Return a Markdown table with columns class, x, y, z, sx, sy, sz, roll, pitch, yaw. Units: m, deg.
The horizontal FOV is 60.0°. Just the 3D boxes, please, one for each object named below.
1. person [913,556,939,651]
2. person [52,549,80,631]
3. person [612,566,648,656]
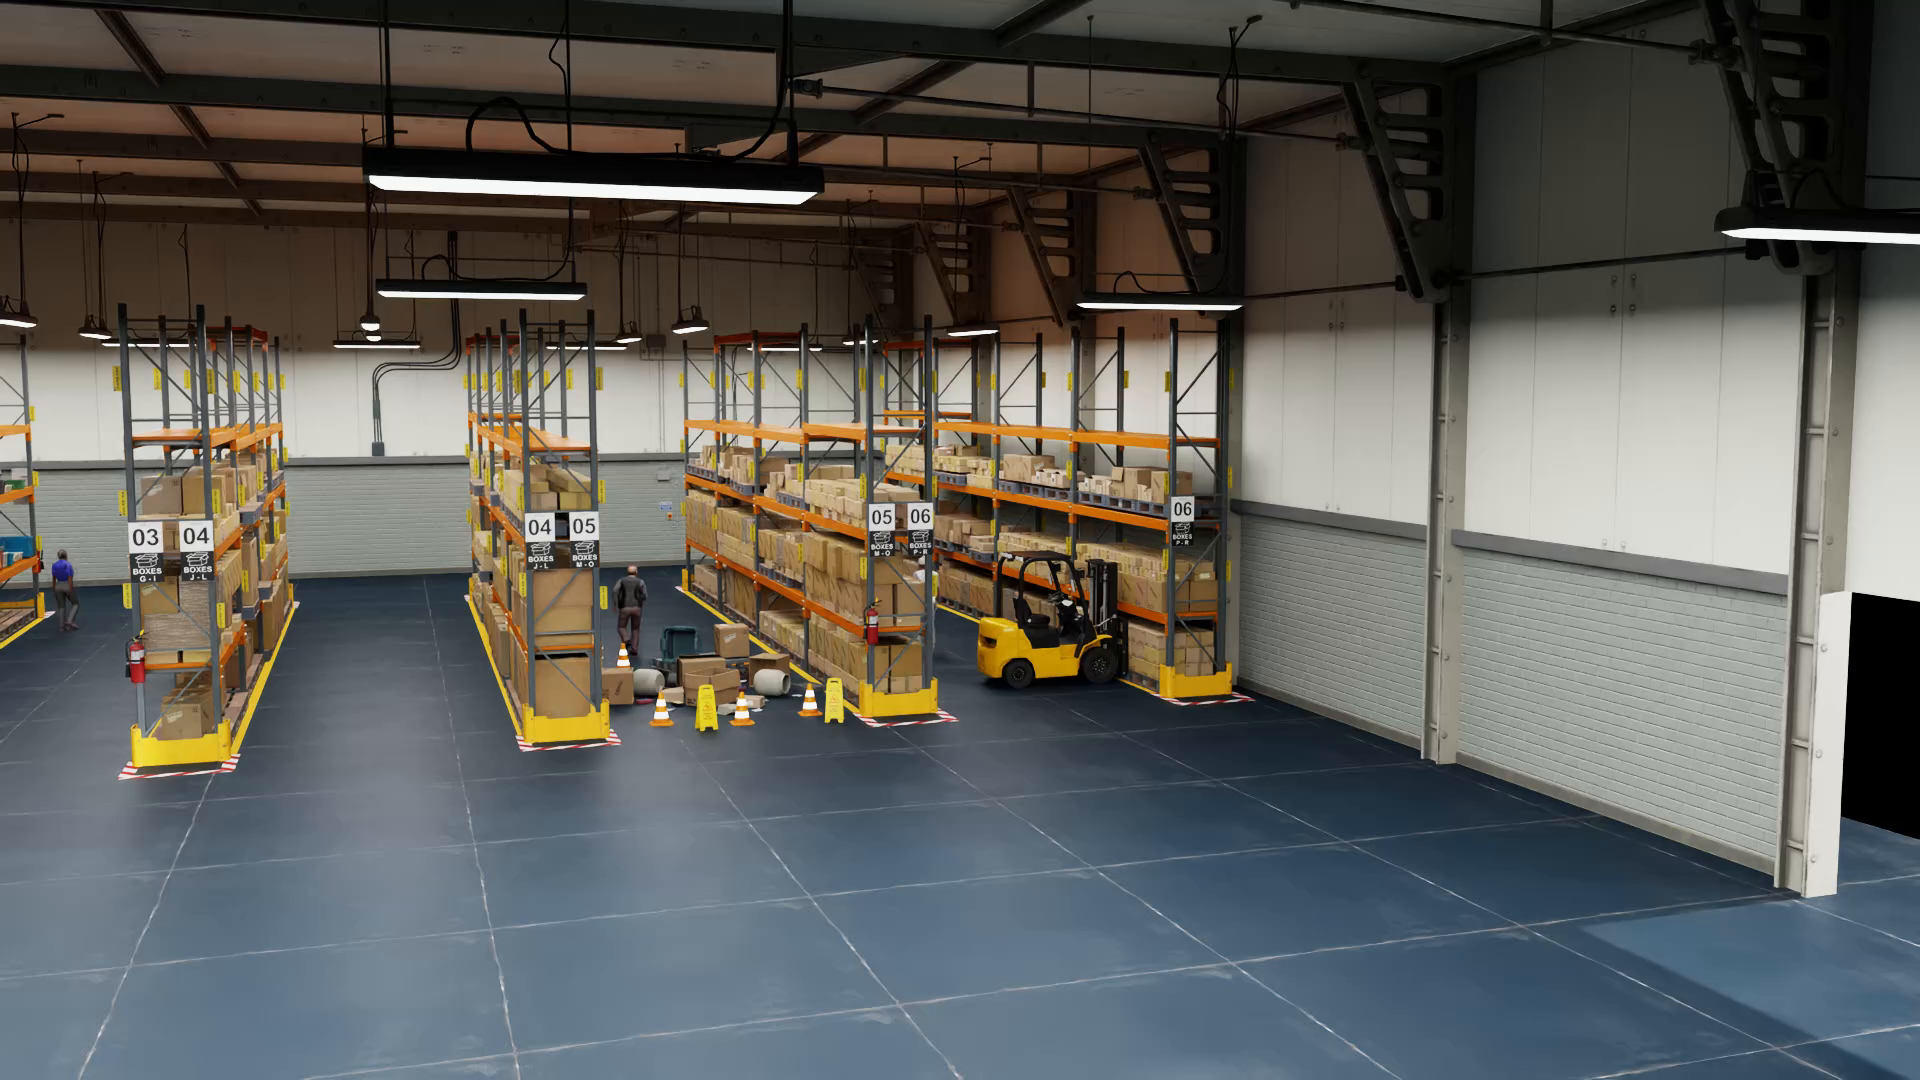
| class | x | y | z | sx | sy | sz | roll | pitch | yaw |
| --- | --- | --- | --- | --- | --- | --- | --- | --- | --- |
| person | -0.656 | 1.206 | 30.900 | 0.607 | 1.815 | 0.556 | -3 | 6 | -27 |
| person | -17.968 | 1.007 | 33.352 | 0.473 | 1.643 | 0.454 | 0 | 5 | -5 |
| person | -6.092 | 1.292 | 30.745 | 0.652 | 1.612 | 0.736 | -2 | 6 | -17 |
